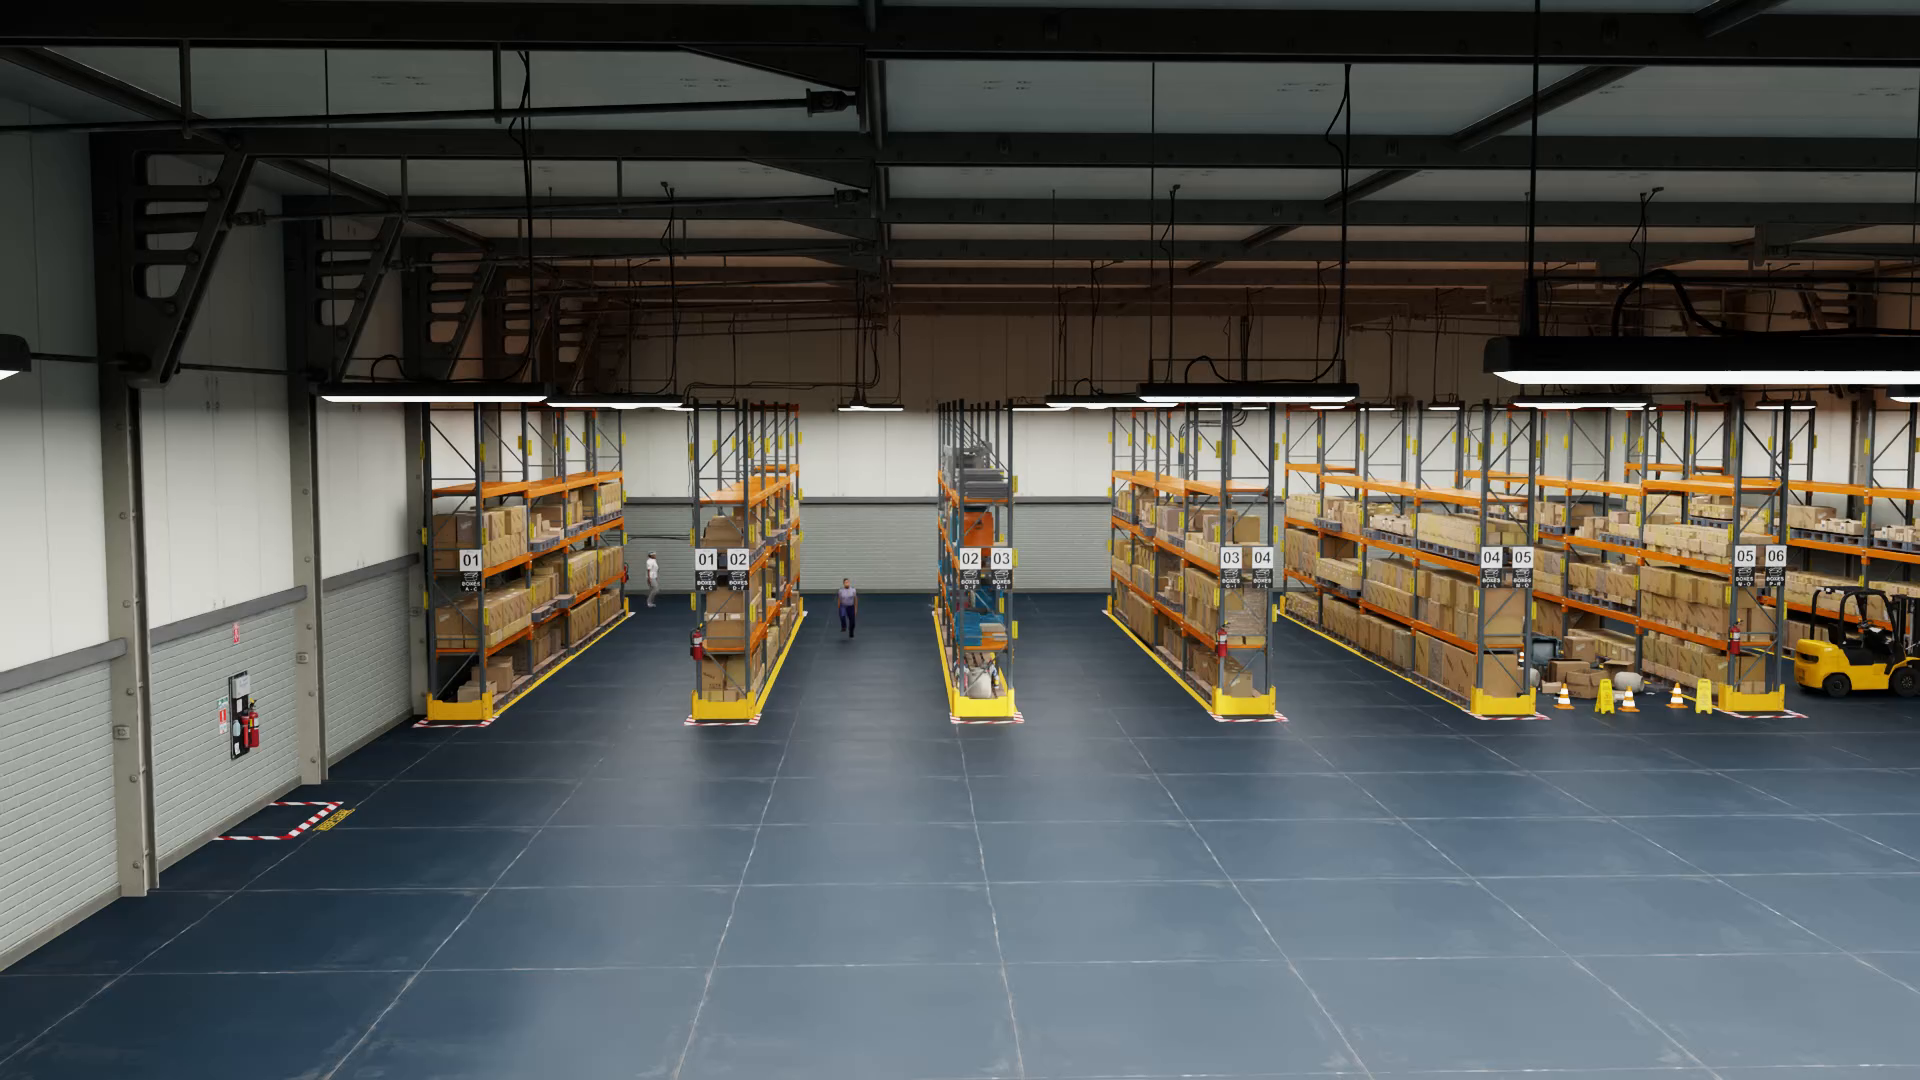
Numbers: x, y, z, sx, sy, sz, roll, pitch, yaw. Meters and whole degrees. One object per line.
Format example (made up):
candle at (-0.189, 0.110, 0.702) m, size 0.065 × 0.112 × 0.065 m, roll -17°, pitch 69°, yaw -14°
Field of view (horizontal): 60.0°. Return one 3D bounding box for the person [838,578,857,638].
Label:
person at (-2.820, 1.719, 41.728) m, size 0.485 × 1.559 × 0.876 m, roll 0°, pitch 4°, yaw -5°

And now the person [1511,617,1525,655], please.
person at (13.135, 1.918, 38.789) m, size 0.516 × 1.813 × 0.624 m, roll -1°, pitch 4°, yaw -13°

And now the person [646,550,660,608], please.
person at (-9.073, 1.149, 49.131) m, size 0.409 × 1.700 × 0.473 m, roll 0°, pitch 4°, yaw 0°

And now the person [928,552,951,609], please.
person at (-0.403, 1.183, 48.538) m, size 1.143 × 1.683 × 0.553 m, roll -1°, pitch 5°, yaw -18°
